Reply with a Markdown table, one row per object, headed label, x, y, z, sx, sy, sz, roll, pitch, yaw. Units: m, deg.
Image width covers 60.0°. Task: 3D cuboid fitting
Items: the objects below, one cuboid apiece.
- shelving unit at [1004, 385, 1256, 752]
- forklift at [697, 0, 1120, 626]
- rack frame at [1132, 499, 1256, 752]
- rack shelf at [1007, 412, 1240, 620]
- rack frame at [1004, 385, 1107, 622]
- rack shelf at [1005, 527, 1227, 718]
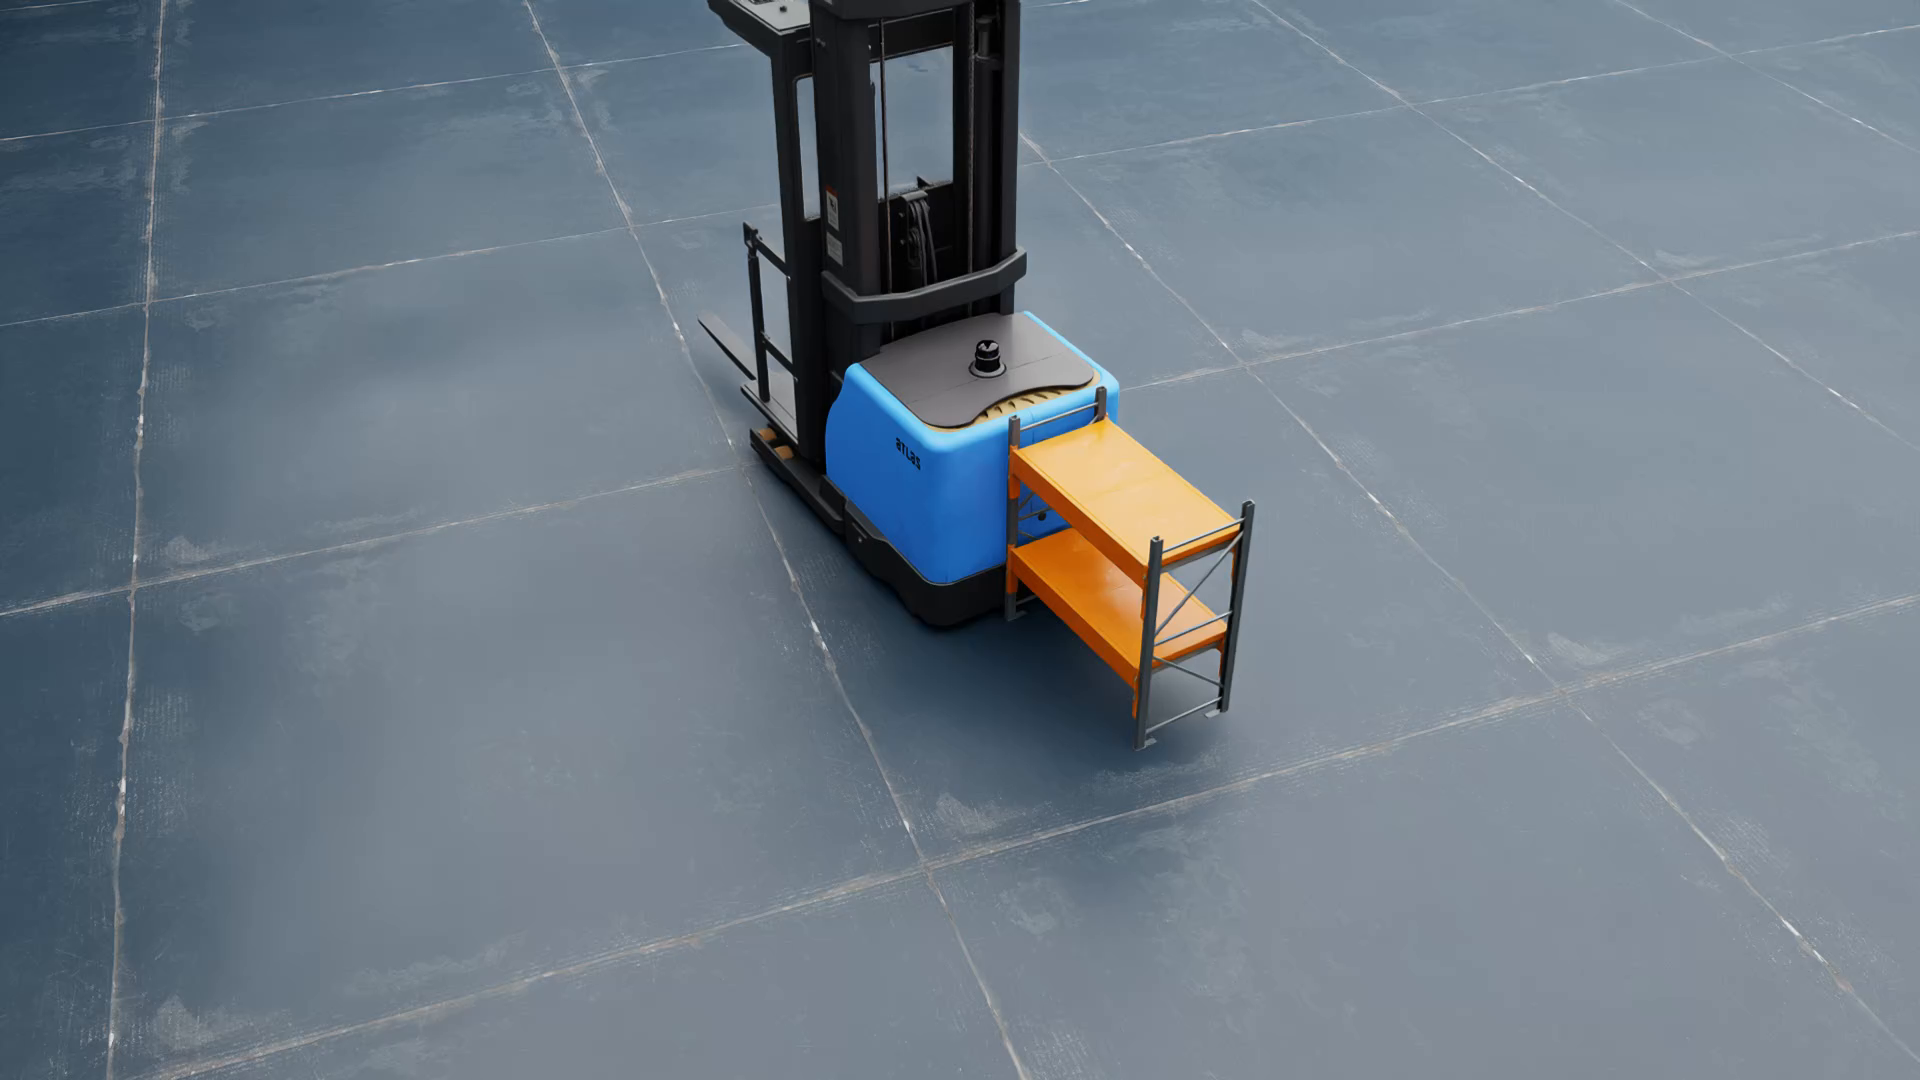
| label | x | y | z | sx | sy | sz | roll | pitch | yaw |
| --- | --- | --- | --- | --- | --- | --- | --- | --- | --- |
| shelving unit | 0.695 | 0.111 | 7.229 | 0.538 | 1.125 | 1.048 | -20 | 41 | -25 |
| forklift | -0.459 | -1.635 | 8.044 | 1.130 | 2.935 | 3.031 | -20 | 41 | -25 |
| rack frame | 0.960 | 0.372 | 6.882 | 0.500 | 1.125 | 0.032 | -20 | 41 | -25 |
| rack shelf | 0.695 | -0.123 | 7.052 | 0.538 | 0.278 | 1.000 | -20 | 41 | -25 |
| rack frame | 0.429 | -0.150 | 7.575 | 0.500 | 1.125 | 0.032 | -20 | 41 | -25 |
| rack shelf | 0.695 | 0.306 | 7.376 | 0.538 | 0.278 | 1.000 | -20 | 41 | -25 |
